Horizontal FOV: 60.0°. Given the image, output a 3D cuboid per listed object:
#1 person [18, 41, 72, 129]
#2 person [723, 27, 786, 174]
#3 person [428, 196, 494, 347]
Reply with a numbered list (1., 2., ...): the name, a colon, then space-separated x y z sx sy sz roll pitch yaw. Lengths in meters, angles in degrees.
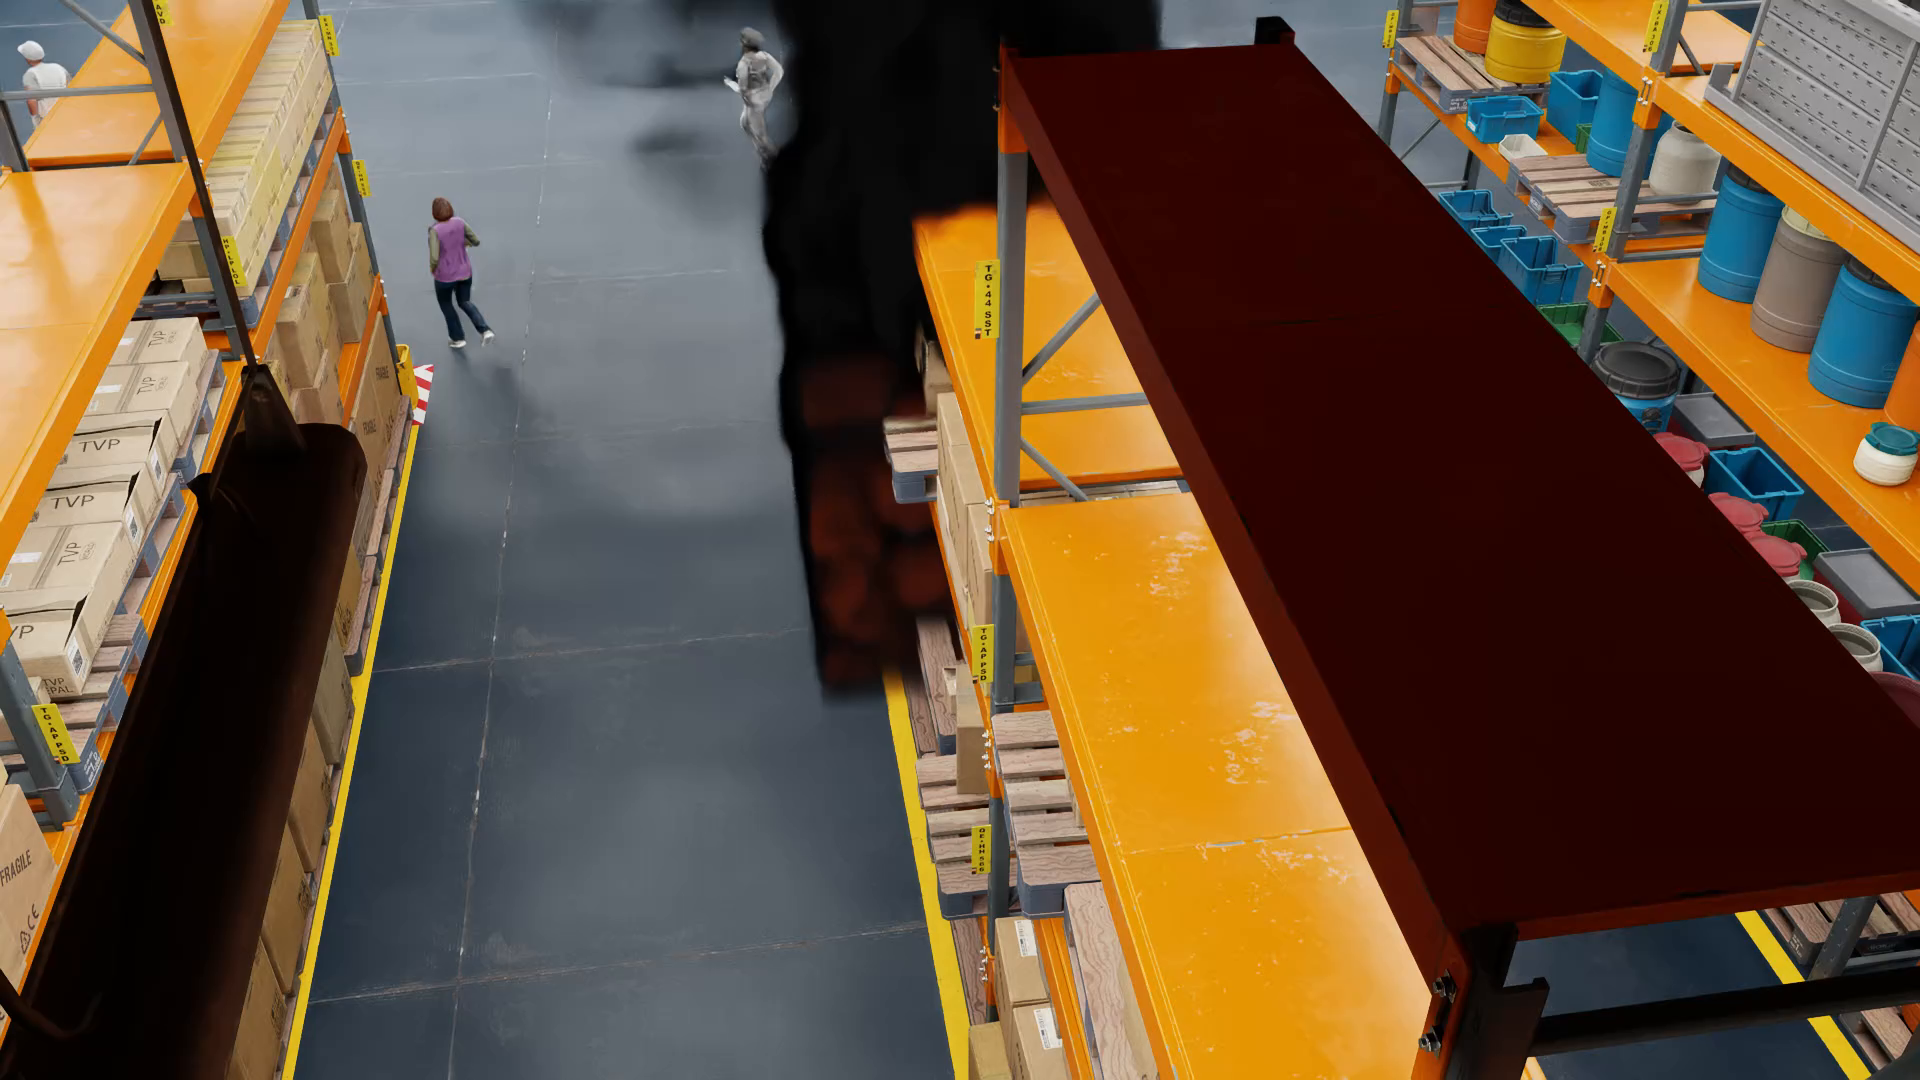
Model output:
1. person: -9.849 -4.545 18.129 0.818 1.760 0.695 21 41 26
2. person: -2.326 -4.919 18.747 0.663 1.714 0.571 15 39 20
3. person: -4.679 -2.450 15.476 0.549 1.599 0.653 -29 45 -34
